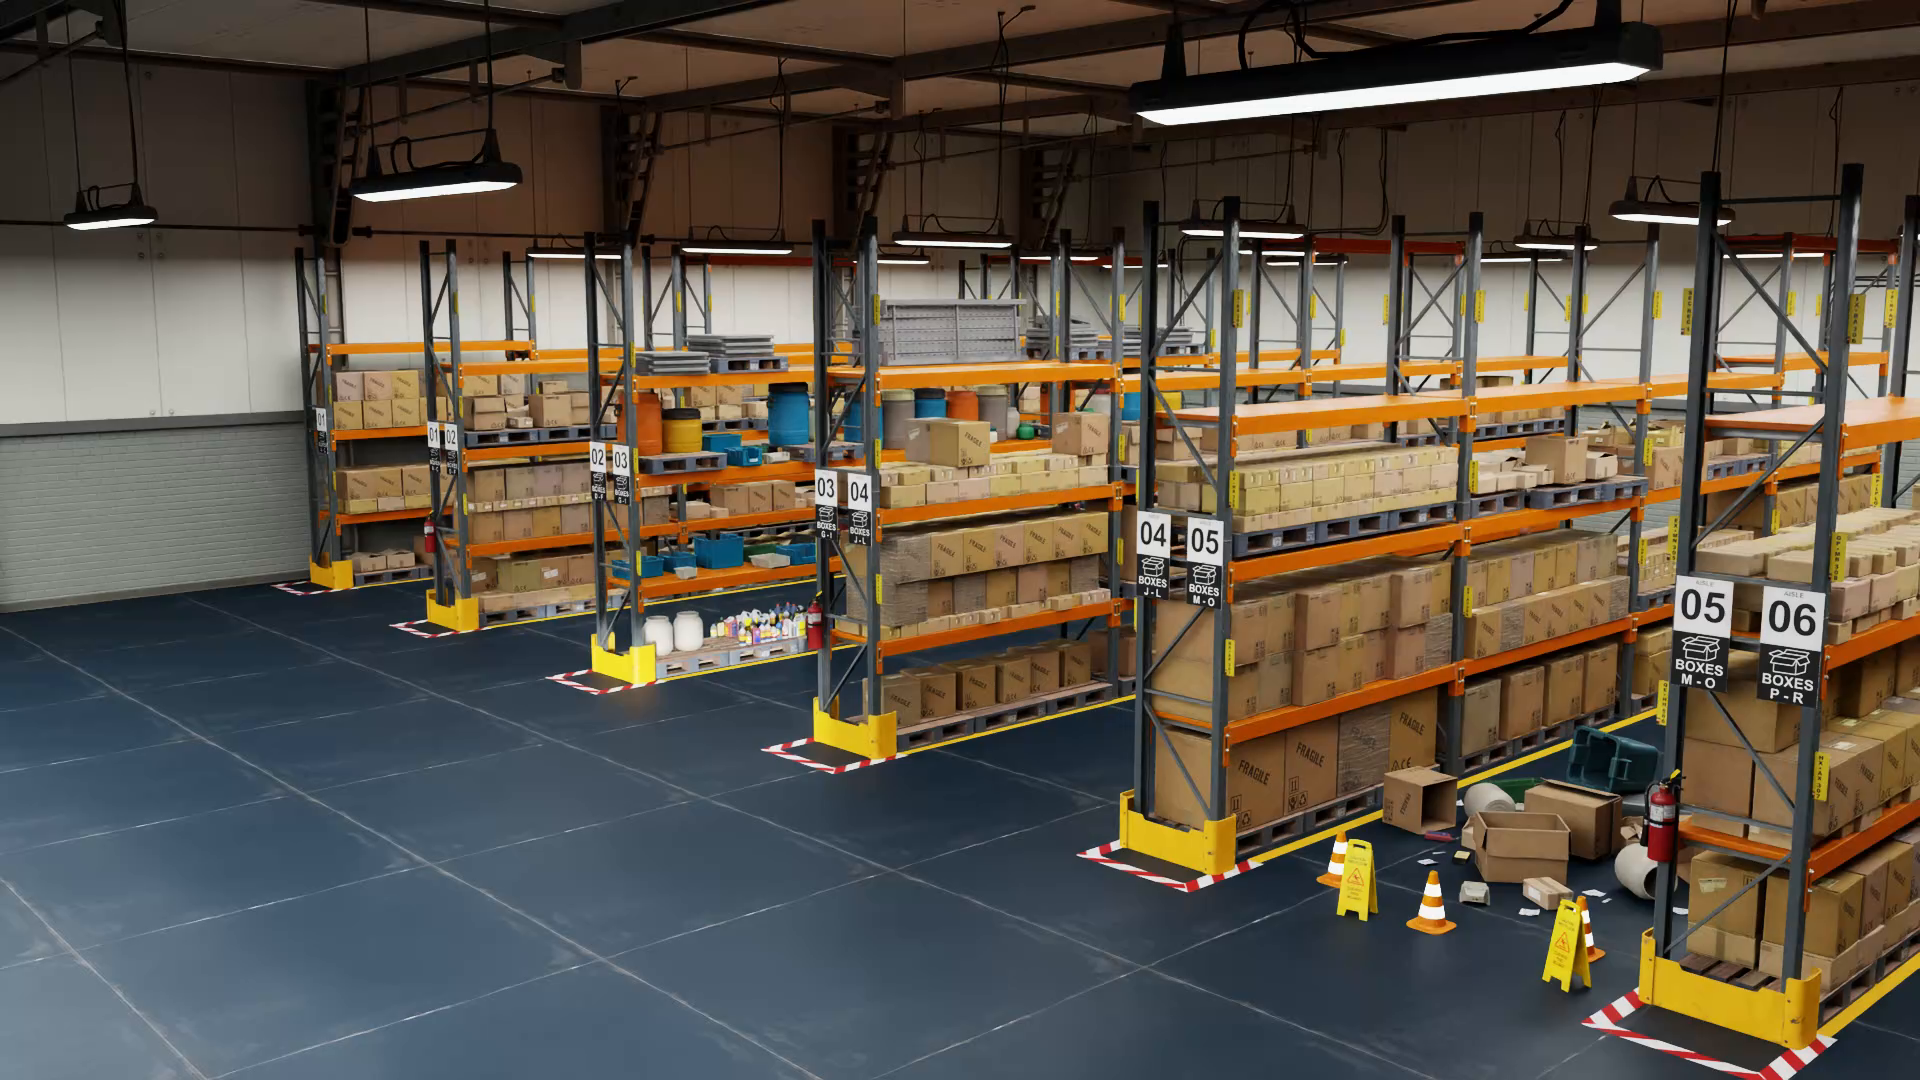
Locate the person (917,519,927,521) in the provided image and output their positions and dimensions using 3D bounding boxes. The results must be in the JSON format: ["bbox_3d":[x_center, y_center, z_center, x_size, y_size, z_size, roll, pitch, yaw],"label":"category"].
[{"bbox_3d":[-0.613,-0.105,29.963,0.984,1.752,0.665,-6,10,-34],"label":"person"}]

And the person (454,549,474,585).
[{"bbox_3d":[-8.846,-0.007,29.714,0.443,1.644,0.499,-5,10,-30],"label":"person"}]

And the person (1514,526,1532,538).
[{"bbox_3d":[8.870,0.515,26.102,0.507,1.662,1.094,6,10,36],"label":"person"}]
